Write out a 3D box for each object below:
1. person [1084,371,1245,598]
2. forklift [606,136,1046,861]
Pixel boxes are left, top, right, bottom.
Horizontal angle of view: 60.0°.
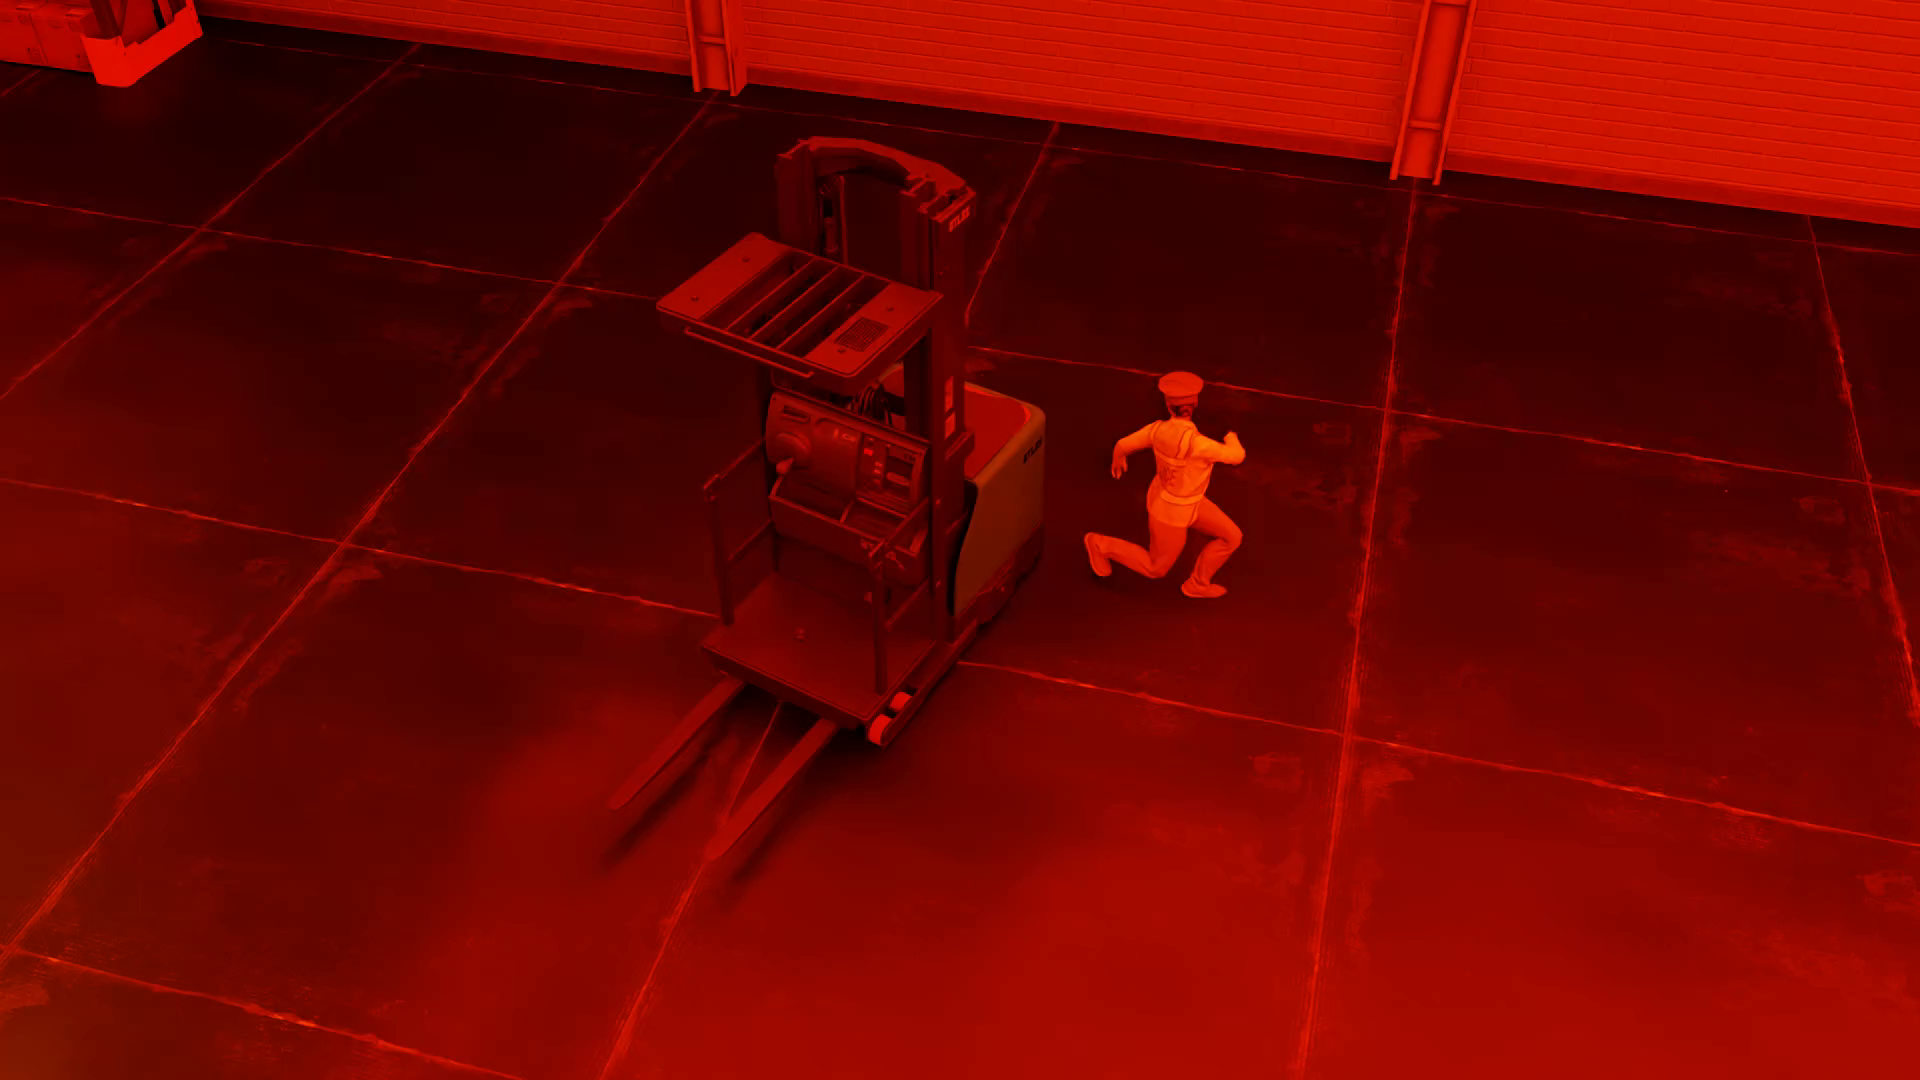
[{"bbox_3d":[1.166,-0.293,9.390,0.892,1.441,0.611,3,41,4],"label":"person"},{"bbox_3d":[-0.693,-0.360,8.272,1.130,2.935,3.031,22,46,23],"label":"forklift"}]
